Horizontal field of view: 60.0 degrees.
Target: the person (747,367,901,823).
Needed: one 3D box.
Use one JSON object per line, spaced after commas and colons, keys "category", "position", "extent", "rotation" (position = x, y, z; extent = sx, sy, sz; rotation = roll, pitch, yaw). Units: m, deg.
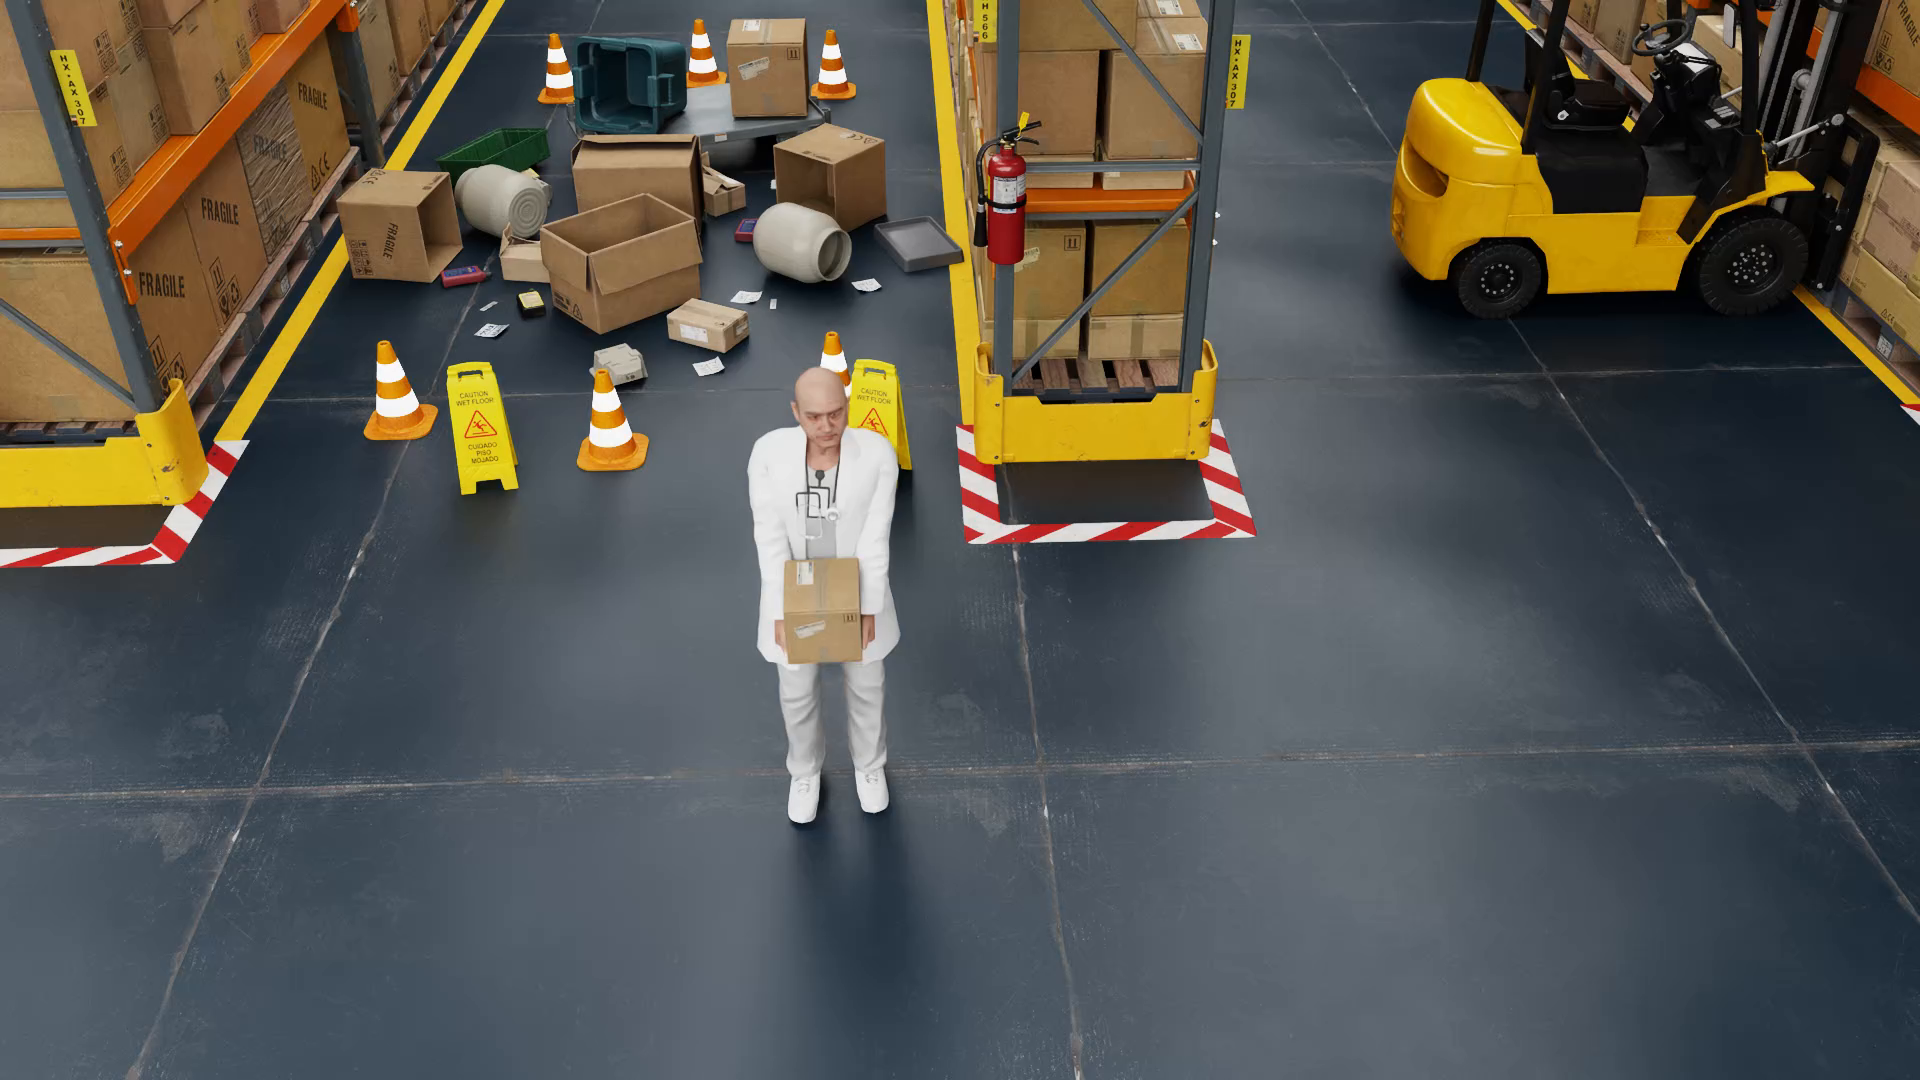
{"category": "person", "position": [-0.462, 0.244, 5.810], "extent": [0.524, 1.780, 0.555], "rotation": [-2, 35, -3]}
